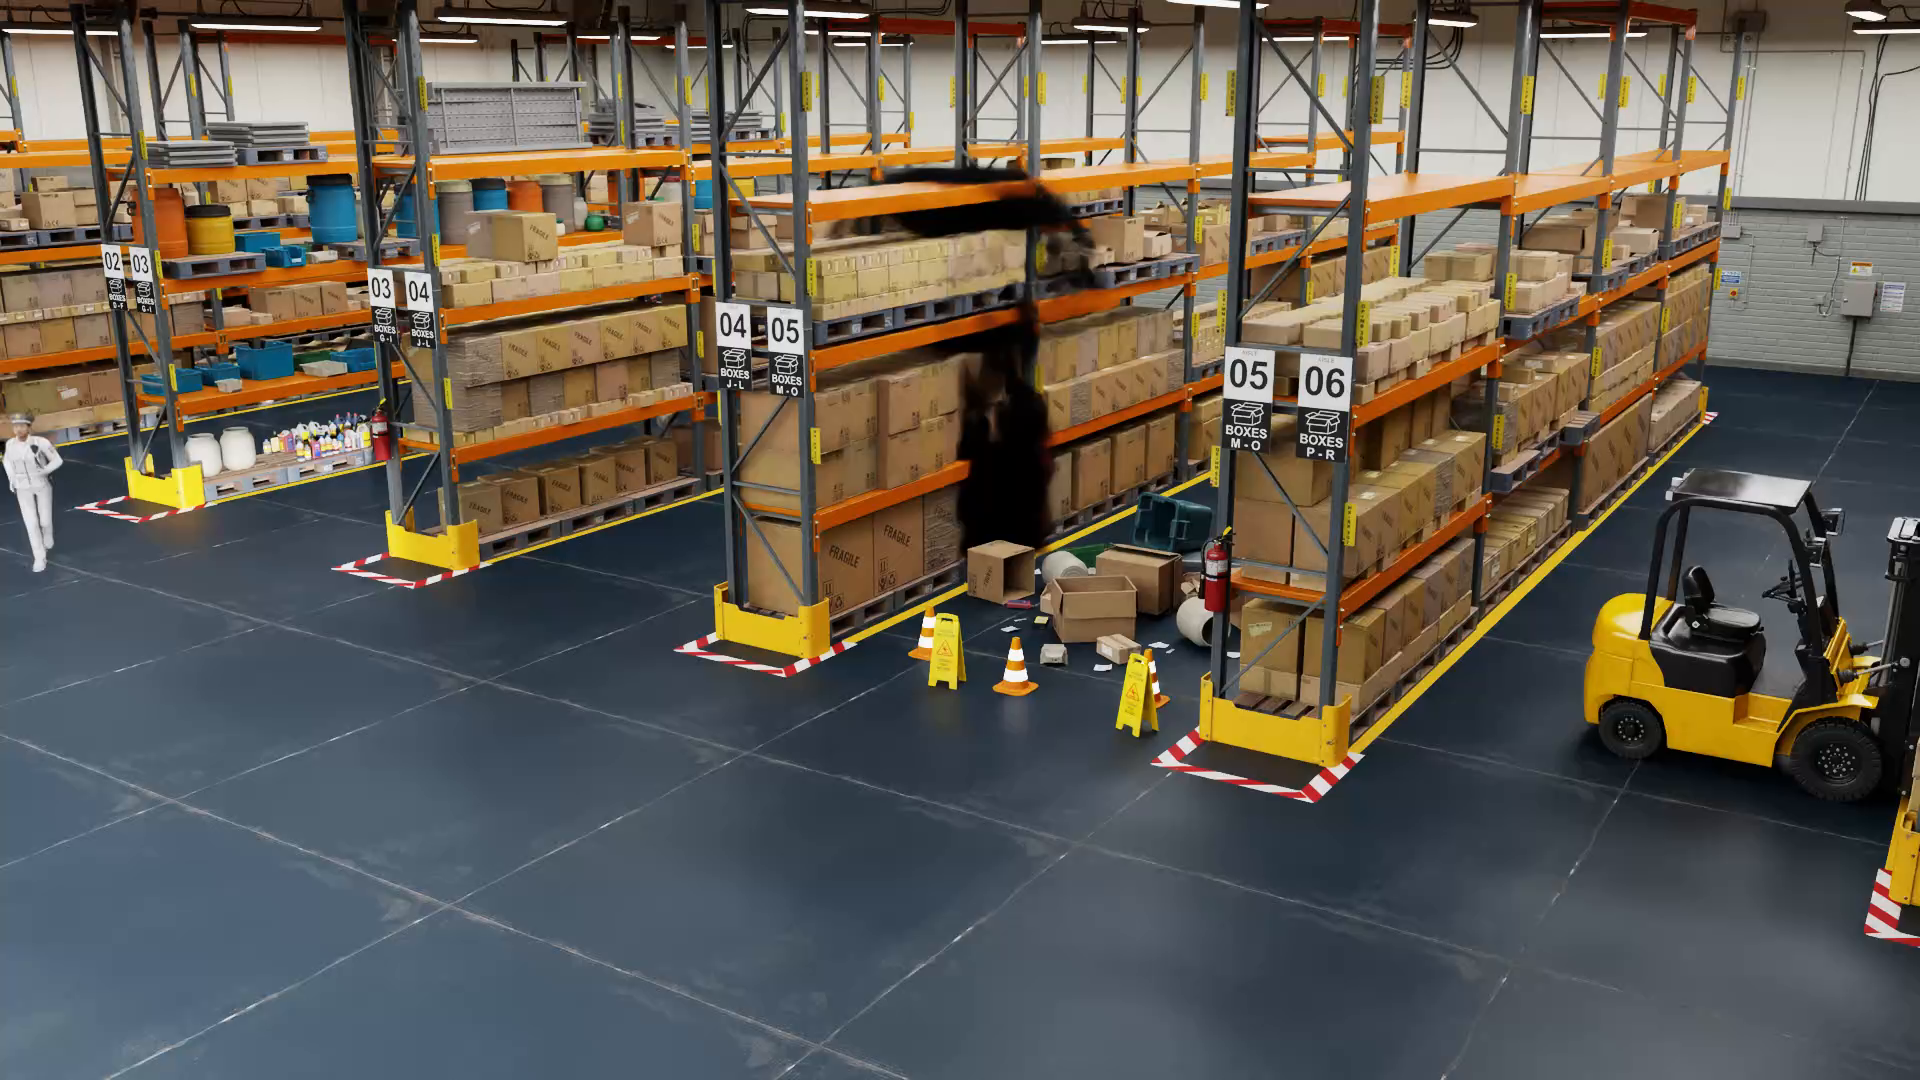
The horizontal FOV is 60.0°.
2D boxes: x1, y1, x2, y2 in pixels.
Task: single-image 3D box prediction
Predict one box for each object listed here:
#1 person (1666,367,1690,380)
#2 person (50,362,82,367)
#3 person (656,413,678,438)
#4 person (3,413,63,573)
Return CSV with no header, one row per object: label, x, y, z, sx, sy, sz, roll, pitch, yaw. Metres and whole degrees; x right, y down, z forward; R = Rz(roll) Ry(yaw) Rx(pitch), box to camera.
person,11.649,-3.081,27.128,0.689,1.714,0.922,-8,18,-28
person,-14.496,-3.091,27.020,0.647,1.748,0.734,7,17,22
person,-4.134,-2.077,23.270,0.666,1.681,0.608,8,18,27
person,-10.081,-0.564,18.131,0.607,1.704,0.803,-5,16,-18
